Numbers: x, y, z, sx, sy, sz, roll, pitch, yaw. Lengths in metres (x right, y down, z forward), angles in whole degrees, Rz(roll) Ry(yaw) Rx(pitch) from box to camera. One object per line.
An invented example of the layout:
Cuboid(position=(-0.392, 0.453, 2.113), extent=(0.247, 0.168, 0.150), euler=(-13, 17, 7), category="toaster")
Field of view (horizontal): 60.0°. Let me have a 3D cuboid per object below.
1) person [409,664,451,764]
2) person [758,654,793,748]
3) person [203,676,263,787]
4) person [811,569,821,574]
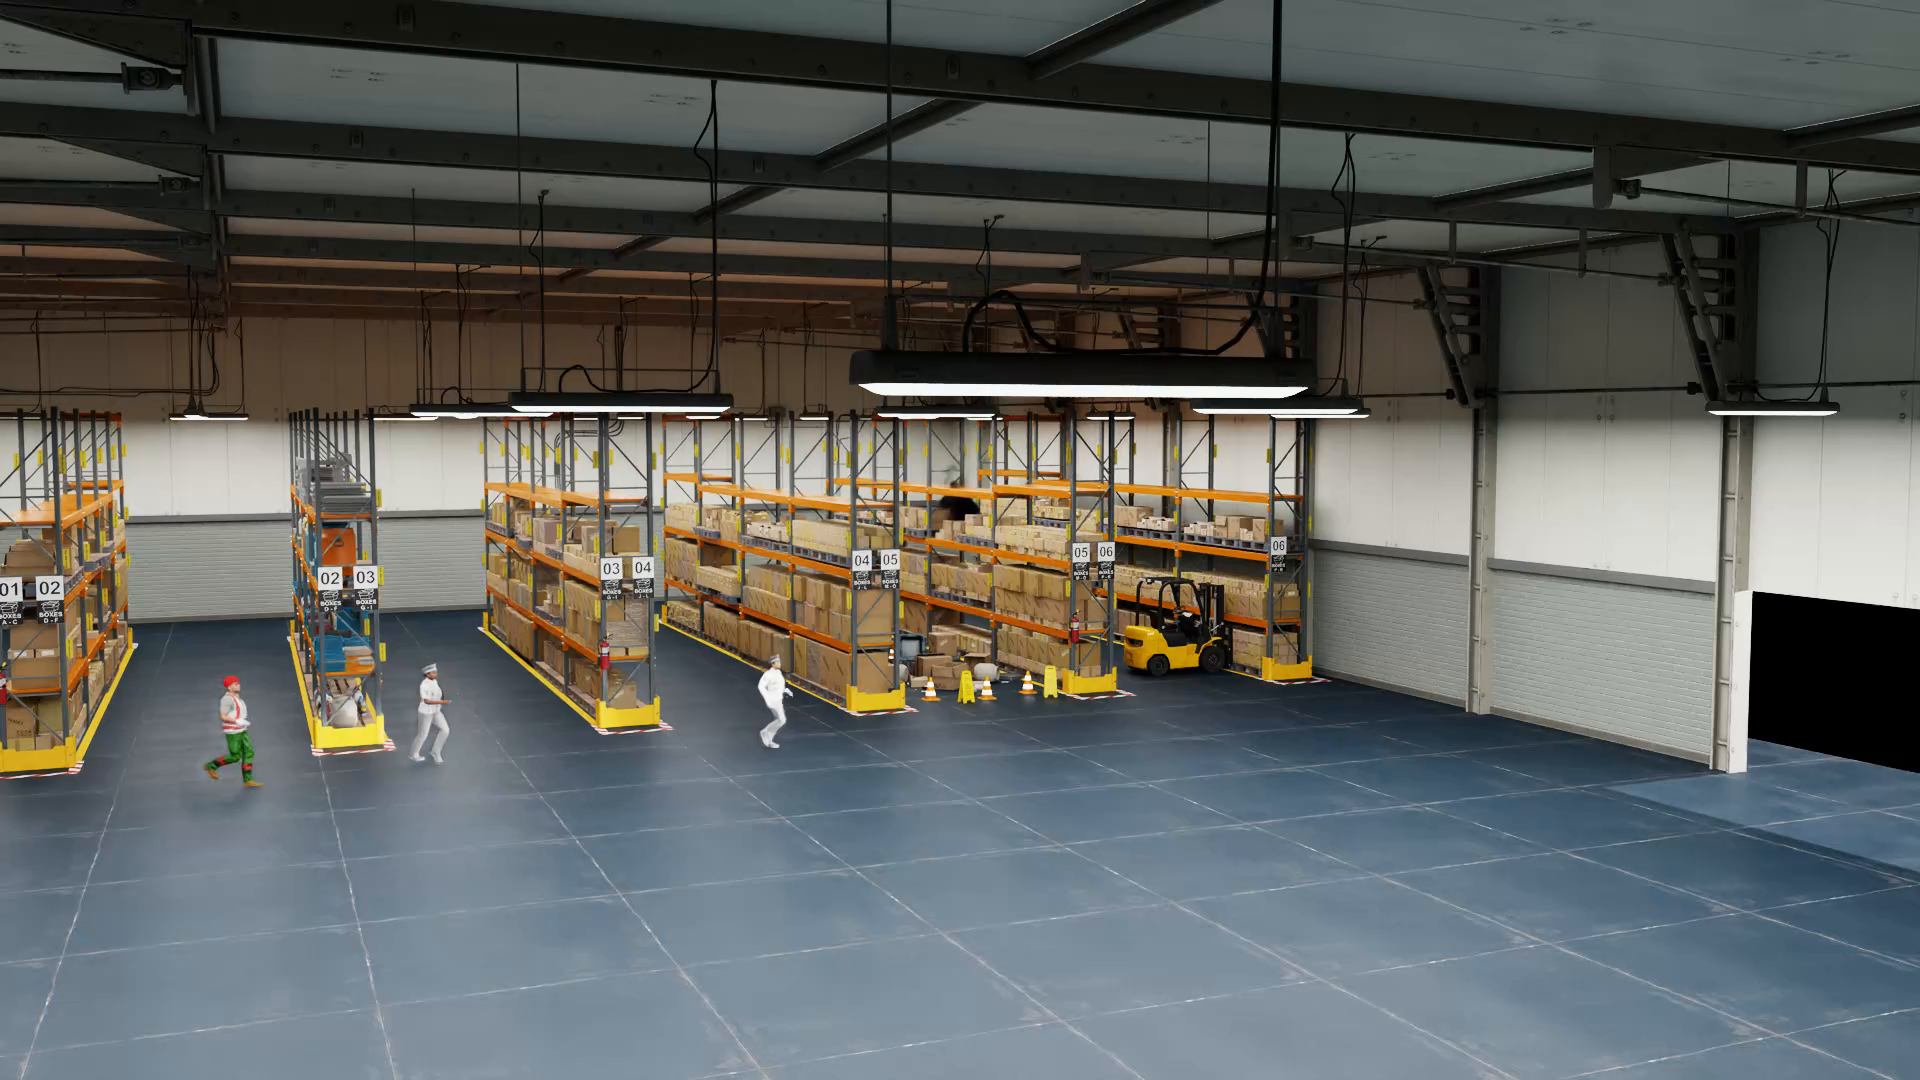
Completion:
Cuboid(position=(-8.888, 2.933, 27.935), extent=(0.801, 1.720, 0.535), euler=(1, 4, 16), category="person")
Cuboid(position=(-3.242, 2.836, 29.375), extent=(0.534, 1.663, 0.628), euler=(1, 4, 15), category="person")
Cuboid(position=(-11.409, 3.009, 26.107), extent=(0.888, 1.769, 0.655), euler=(0, 4, -2), category="person")
Cuboid(position=(-4.394, 1.362, 51.164), extent=(0.629, 1.585, 0.602), euler=(-2, 4, -24), category="person")
